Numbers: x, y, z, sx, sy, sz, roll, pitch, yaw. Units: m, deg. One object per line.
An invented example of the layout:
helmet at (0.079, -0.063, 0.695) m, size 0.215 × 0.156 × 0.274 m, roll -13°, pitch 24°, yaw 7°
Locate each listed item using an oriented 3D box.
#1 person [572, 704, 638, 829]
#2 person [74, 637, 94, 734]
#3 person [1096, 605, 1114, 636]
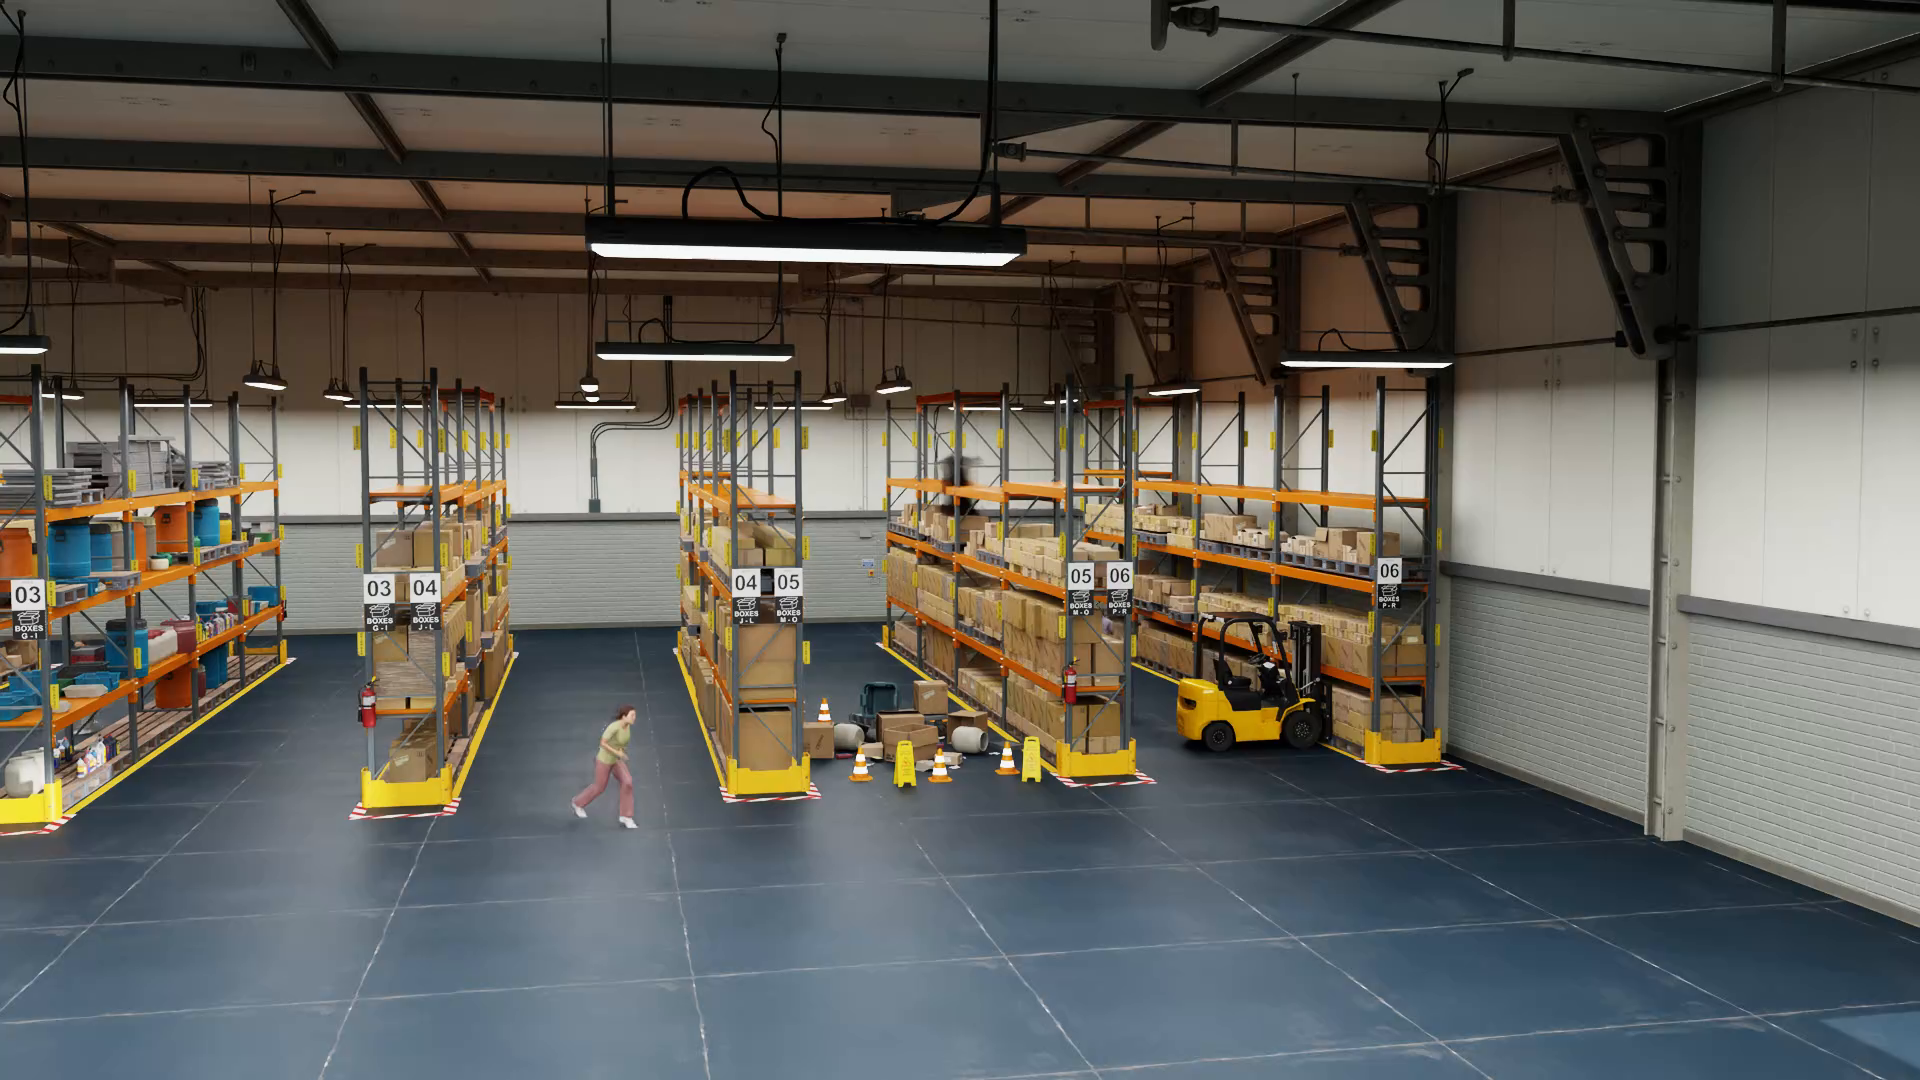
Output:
person at (-4.631, 2.933, 21.687) m, size 1.003 × 1.625 × 0.615 m, roll 1°, pitch 4°, yaw 17°
person at (-14.956, 2.486, 28.326) m, size 0.546 × 1.643 × 0.451 m, roll 2°, pitch 4°, yaw 26°
person at (2.639, 2.058, 31.648) m, size 0.616 × 1.655 × 0.817 m, roll -1°, pitch 4°, yaw -15°
